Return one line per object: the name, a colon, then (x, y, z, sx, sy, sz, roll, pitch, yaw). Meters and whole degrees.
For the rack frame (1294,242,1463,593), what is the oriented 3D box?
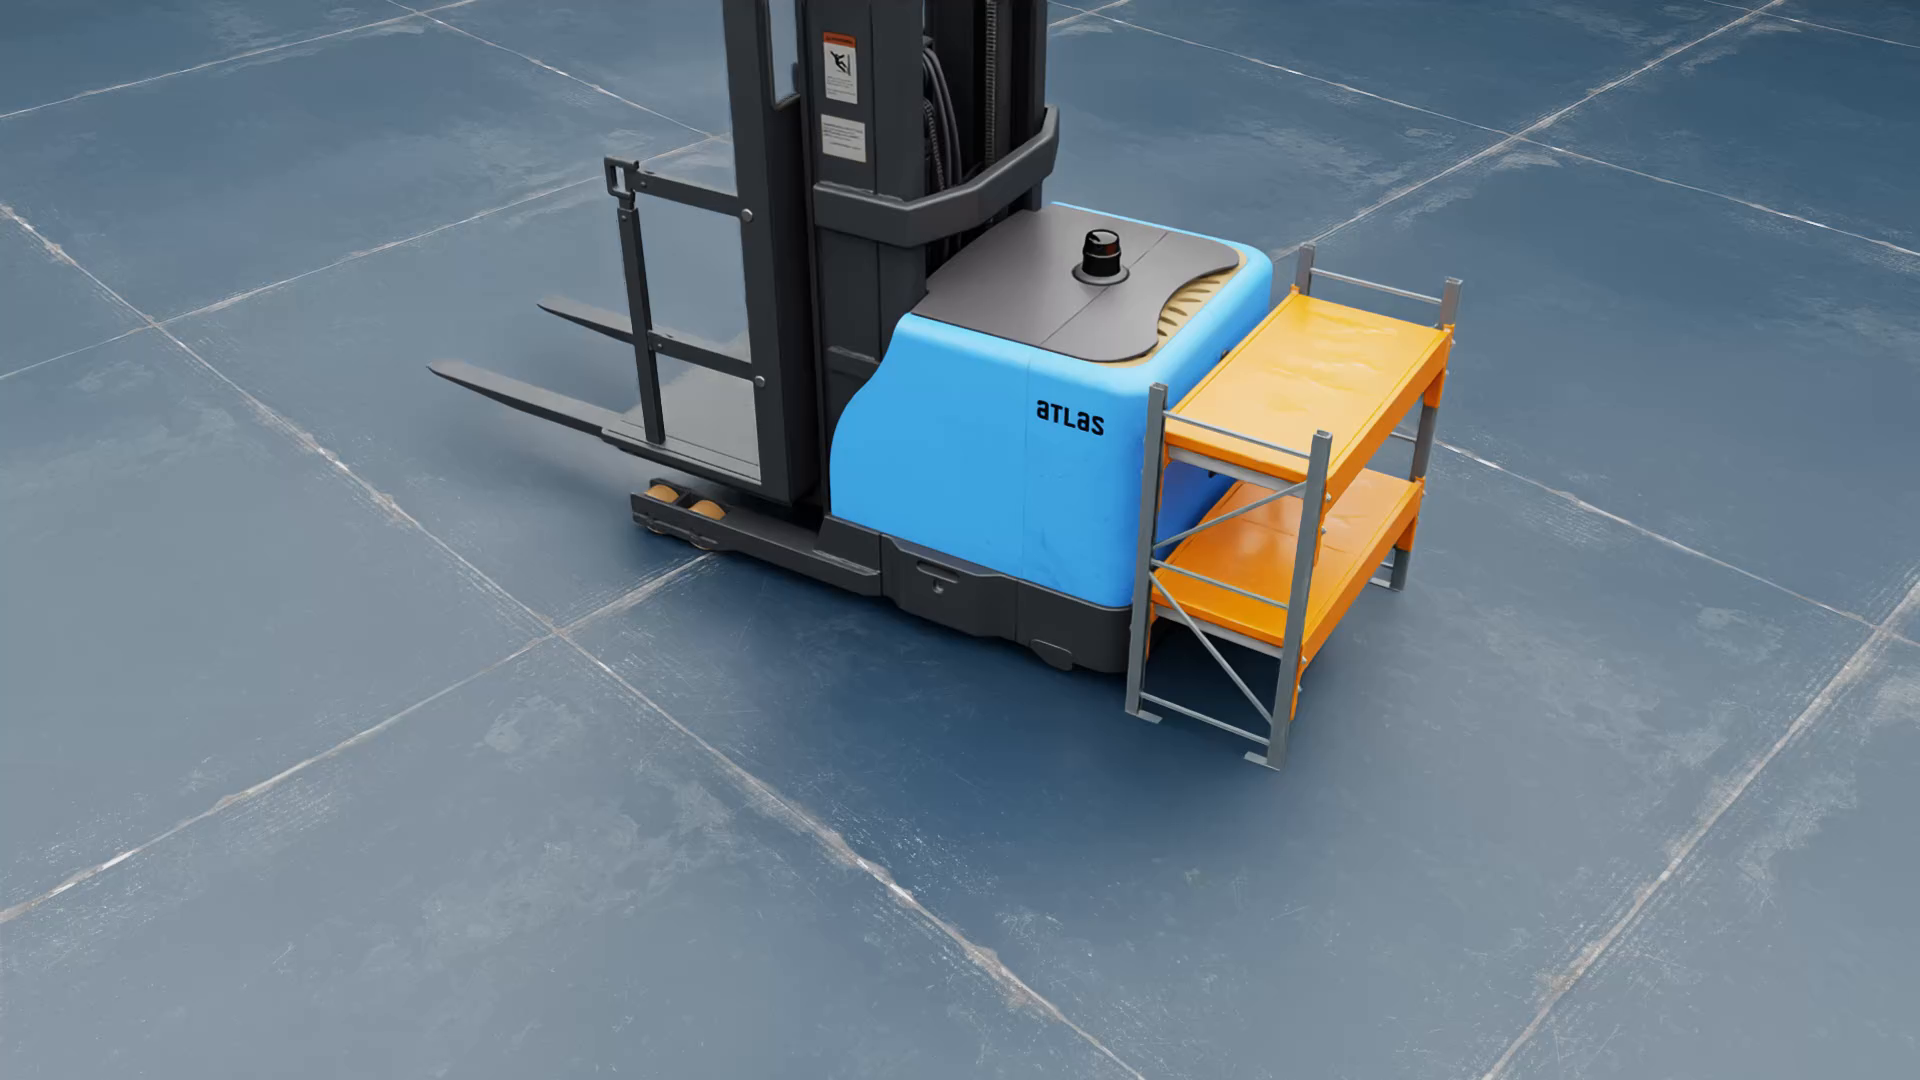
rack frame: (1.255, -0.368, 5.294, 0.500, 1.125, 0.032, 20, 39, 26)

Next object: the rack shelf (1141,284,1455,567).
rack shelf: (0.986, -0.362, 4.773, 0.538, 0.278, 1.000, 20, 39, 26)

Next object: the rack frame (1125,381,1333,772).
rack frame: (0.716, 0.125, 4.587, 0.500, 1.125, 0.032, 20, 39, 26)

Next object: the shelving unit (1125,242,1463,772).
shelving unit: (0.985, -0.122, 4.941, 0.538, 1.125, 1.048, 20, 39, 26)

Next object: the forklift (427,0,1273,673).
forklift: (-0.547, -1.410, 5.210, 3.031, 2.935, 1.130, 18, 39, 24)

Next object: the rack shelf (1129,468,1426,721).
rack shelf: (0.985, 0.079, 5.081, 0.538, 0.278, 1.000, 20, 39, 26)
